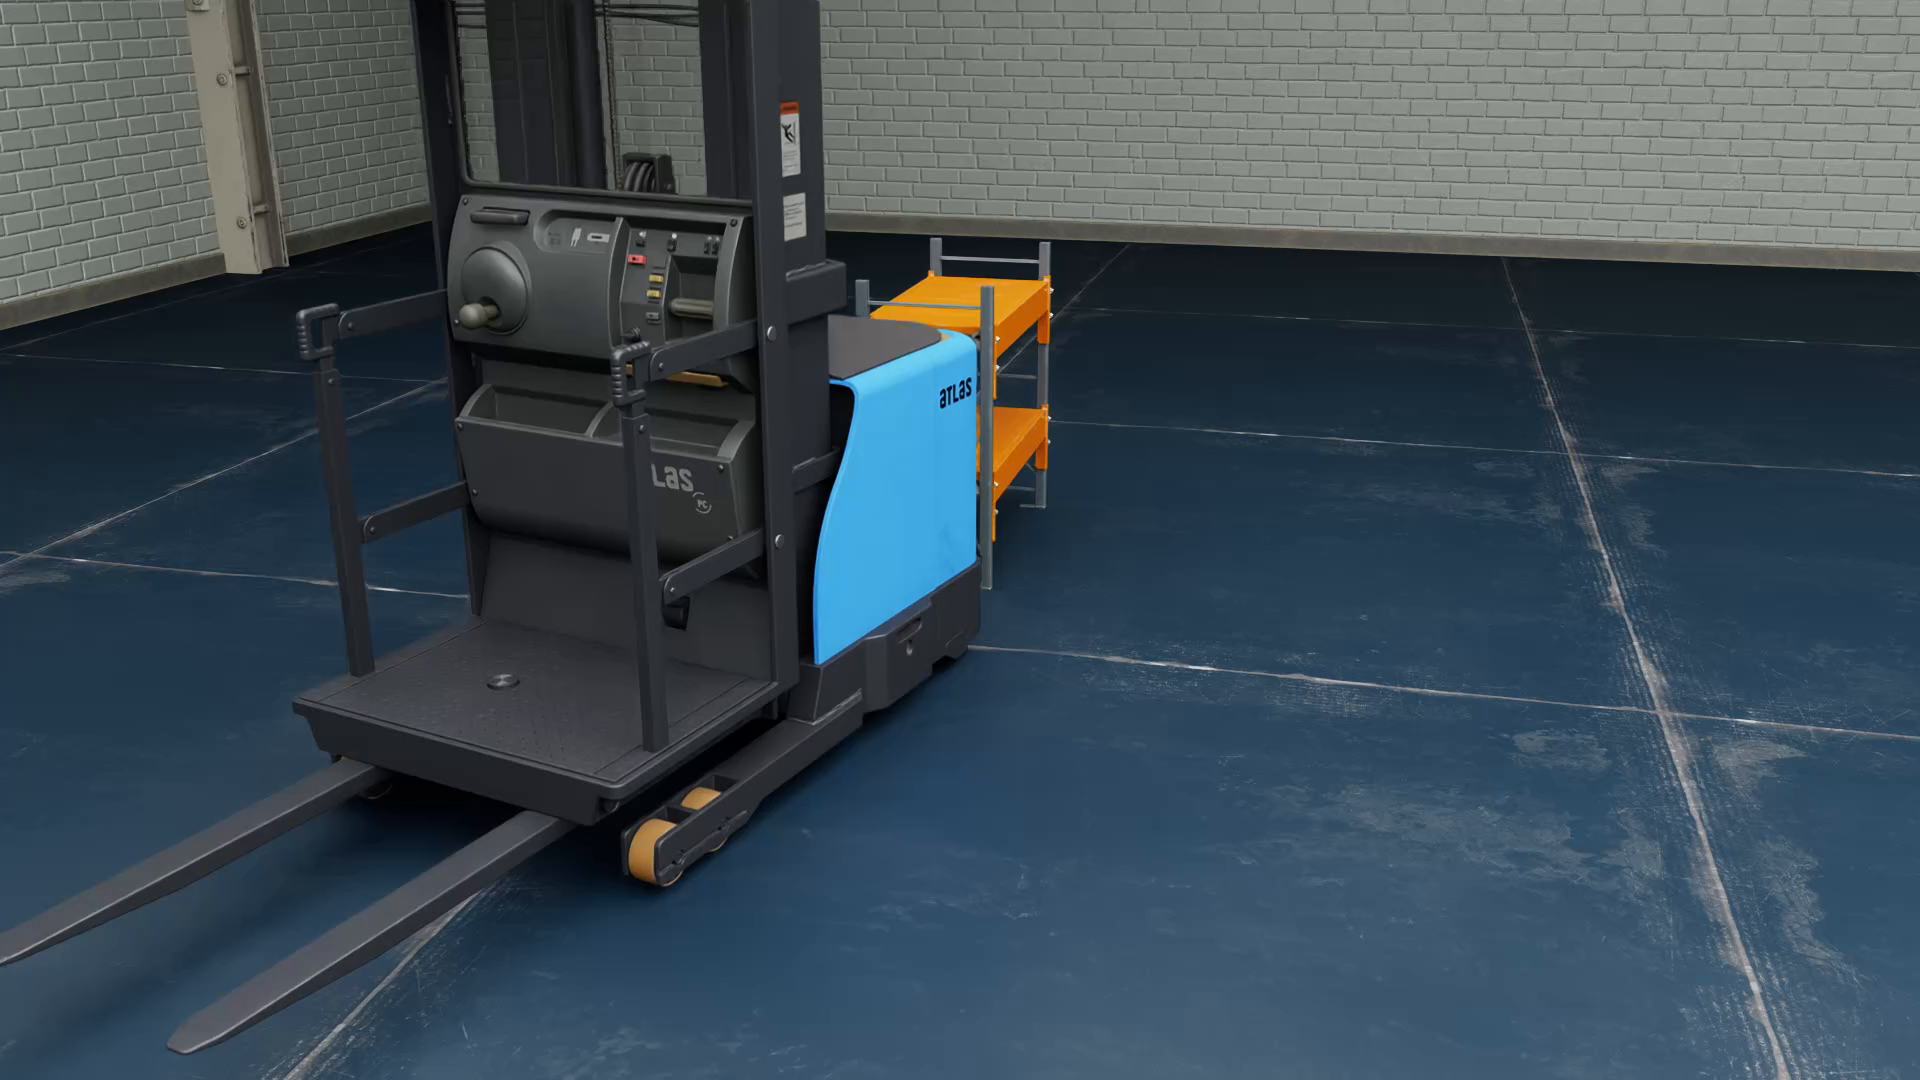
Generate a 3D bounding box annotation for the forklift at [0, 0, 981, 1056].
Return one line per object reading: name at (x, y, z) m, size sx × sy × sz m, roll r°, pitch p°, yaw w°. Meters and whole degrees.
forklift at (-1.060, -0.686, 4.162) m, size 1.130 × 2.935 × 3.031 m, roll 10°, pitch 21°, yaw 26°

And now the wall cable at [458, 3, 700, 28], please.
wall cable at (-3.407, -5.692, 14.234) m, size 3.097 × 2.526 × 0.112 m, roll 5°, pitch 19°, yaw 13°

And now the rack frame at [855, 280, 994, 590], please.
rack frame at (-0.126, -0.371, 6.033) m, size 0.500 × 1.125 × 0.032 m, roll 5°, pitch 19°, yaw 13°

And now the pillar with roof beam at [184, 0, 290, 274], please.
pillar with roof beam at (-1.234, -6.002, 10.339) m, size 9.100 × 9.000 × 0.400 m, roll 5°, pitch 19°, yaw 13°

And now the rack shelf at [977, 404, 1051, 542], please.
rack shelf at (-0.002, -0.299, 6.579) m, size 0.538 × 0.278 × 1.000 m, roll 5°, pitch 19°, yaw 13°

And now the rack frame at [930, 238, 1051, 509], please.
rack frame at (0.123, -0.690, 6.966) m, size 0.500 × 1.125 × 0.032 m, roll 5°, pitch 19°, yaw 13°

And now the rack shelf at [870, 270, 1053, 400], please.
rack shelf at (-0.002, -0.807, 6.405) m, size 0.538 × 0.278 × 1.000 m, roll 5°, pitch 19°, yaw 13°

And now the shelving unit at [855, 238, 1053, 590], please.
shelving unit at (-0.002, -0.530, 6.500) m, size 0.538 × 1.125 × 1.048 m, roll 5°, pitch 19°, yaw 13°
